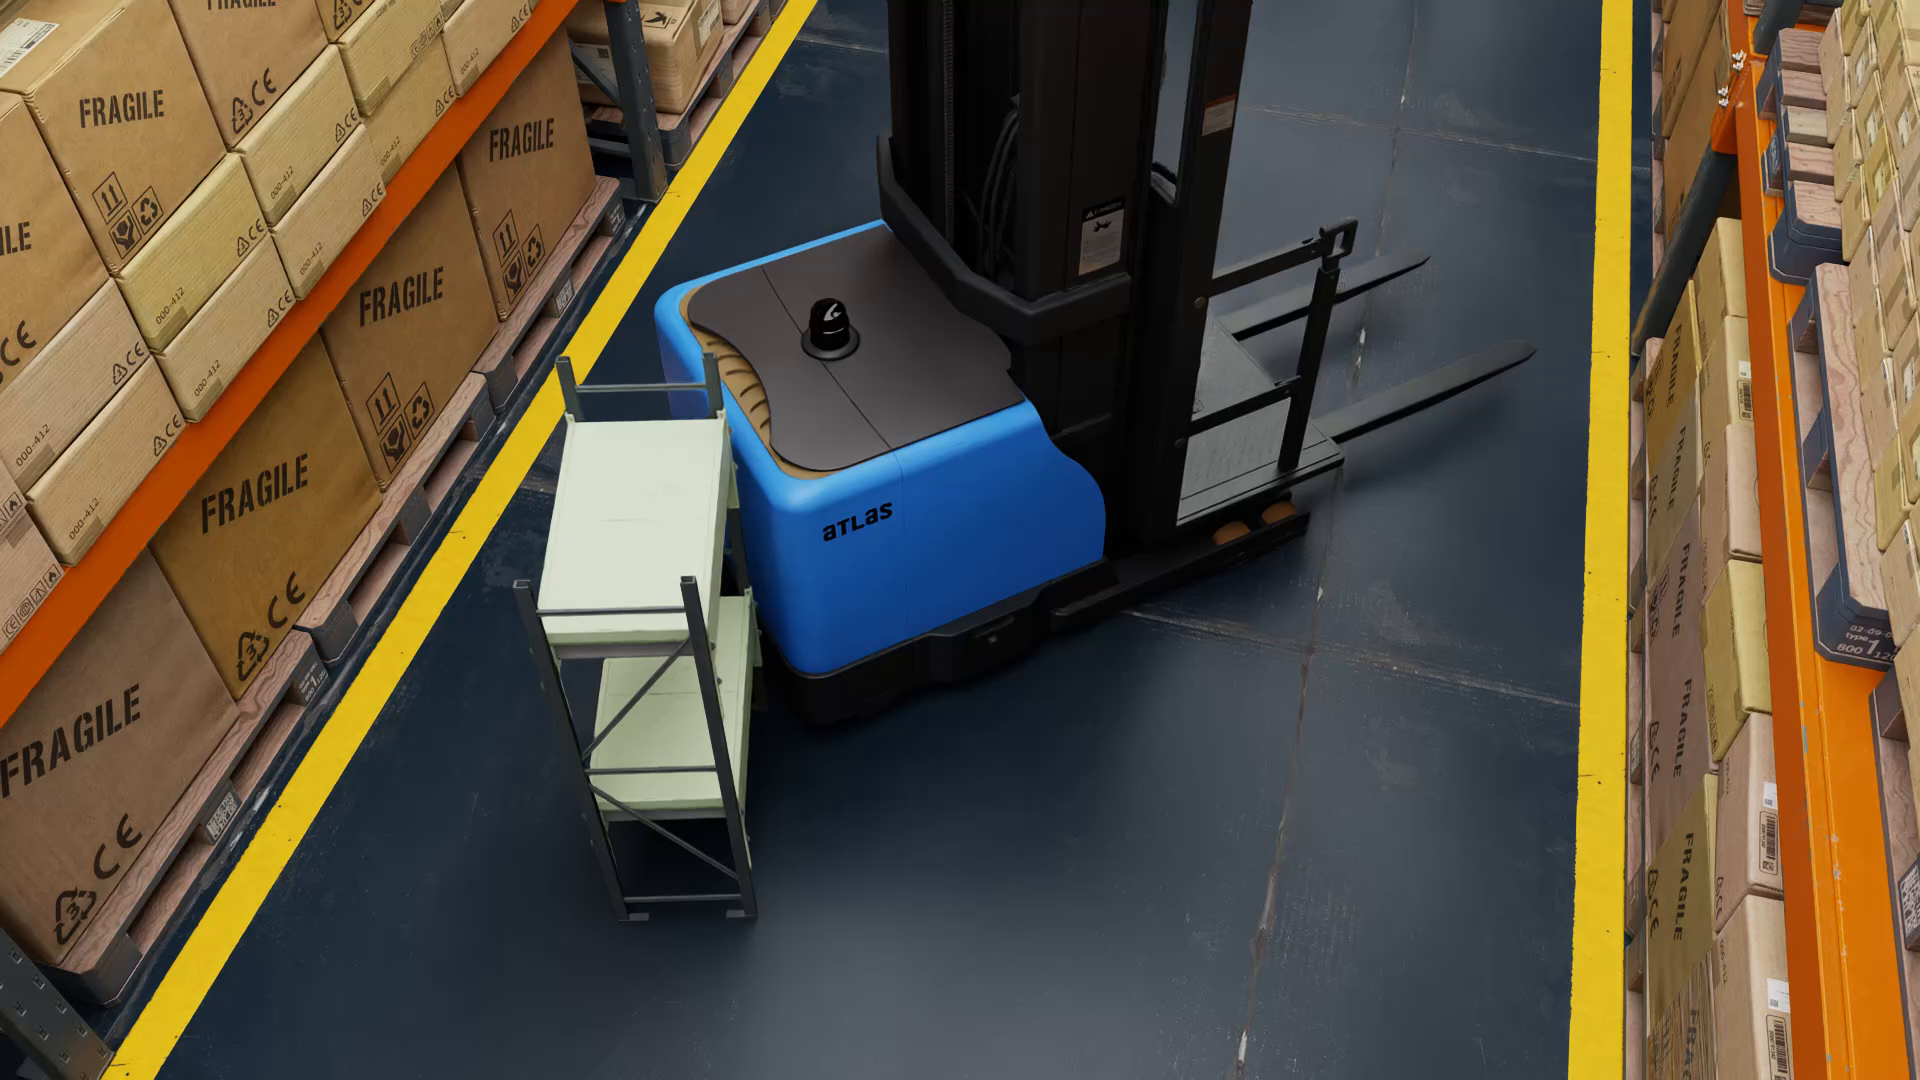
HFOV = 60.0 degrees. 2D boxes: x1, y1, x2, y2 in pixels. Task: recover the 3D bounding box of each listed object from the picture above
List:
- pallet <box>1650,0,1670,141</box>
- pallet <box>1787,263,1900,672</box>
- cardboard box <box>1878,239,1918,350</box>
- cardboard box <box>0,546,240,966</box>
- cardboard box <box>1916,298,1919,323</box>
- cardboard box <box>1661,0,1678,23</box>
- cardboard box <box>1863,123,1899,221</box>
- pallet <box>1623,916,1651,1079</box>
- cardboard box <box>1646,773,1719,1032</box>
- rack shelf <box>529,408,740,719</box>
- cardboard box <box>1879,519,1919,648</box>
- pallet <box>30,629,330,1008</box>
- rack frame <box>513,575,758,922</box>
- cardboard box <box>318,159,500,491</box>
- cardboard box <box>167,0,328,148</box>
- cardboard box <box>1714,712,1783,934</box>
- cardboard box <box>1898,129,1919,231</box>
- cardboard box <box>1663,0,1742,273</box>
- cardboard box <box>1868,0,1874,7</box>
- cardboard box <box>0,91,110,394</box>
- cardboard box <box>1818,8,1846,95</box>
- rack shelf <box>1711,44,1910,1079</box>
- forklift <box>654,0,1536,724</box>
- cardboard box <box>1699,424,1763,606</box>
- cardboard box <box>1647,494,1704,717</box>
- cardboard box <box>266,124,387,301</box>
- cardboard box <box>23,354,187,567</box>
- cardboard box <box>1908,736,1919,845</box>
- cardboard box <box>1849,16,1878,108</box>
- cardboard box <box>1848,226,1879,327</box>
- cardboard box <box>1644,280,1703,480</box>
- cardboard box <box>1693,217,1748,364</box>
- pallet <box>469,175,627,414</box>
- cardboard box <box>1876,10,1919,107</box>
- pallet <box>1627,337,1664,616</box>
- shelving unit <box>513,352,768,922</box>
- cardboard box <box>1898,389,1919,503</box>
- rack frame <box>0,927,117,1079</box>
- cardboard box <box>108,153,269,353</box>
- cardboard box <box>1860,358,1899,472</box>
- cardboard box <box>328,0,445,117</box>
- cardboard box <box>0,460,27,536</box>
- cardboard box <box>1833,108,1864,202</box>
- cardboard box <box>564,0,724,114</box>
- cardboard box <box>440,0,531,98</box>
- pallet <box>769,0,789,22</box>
[{"bbox_3d":[3.669,-2.150,7.507,1.003,0.211,1.213,12,50,10],"label":"pallet"},{"bbox_3d":[2.584,-0.134,3.996,1.003,0.211,1.213,12,50,10],"label":"pallet"},{"bbox_3d":[2.407,-0.550,3.924,0.380,0.149,0.250,11,50,10],"label":"cardboard box"},{"bbox_3d":[-2.703,0.452,4.488,0.875,0.875,0.875,13,50,11],"label":"cardboard box"},{"bbox_3d":[2.343,-0.464,3.649,0.380,0.149,0.250,11,49,10],"label":"cardboard box"},{"bbox_3d":[3.784,-2.762,7.407,1.050,0.750,0.750,12,50,10],"label":"cardboard box"},{"bbox_3d":[2.542,-0.909,4.241,0.380,0.149,0.250,12,50,10],"label":"cardboard box"},{"bbox_3d":[2.216,1.615,4.184,1.003,0.211,1.213,12,50,10],"label":"pallet"},{"bbox_3d":[2.100,0.988,4.265,0.500,0.500,0.500,11,49,9],"label":"cardboard box"},{"bbox_3d":[-0.797,0.055,4.180,0.431,0.370,0.720,-1,49,-1],"label":"rack shelf"},{"bbox_3d":[2.195,0.122,3.529,0.380,0.149,0.250,10,49,8],"label":"cardboard box"},{"bbox_3d":[-2.659,0.701,4.990,1.003,0.211,1.213,12,50,10],"label":"pallet"},{"bbox_3d":[-0.784,0.588,4.231,0.400,1.500,0.023,-1,49,-1],"label":"rack frame"},{"bbox_3d":[-2.237,-0.850,5.637,0.875,0.875,0.875,12,50,10],"label":"cardboard box"},{"bbox_3d":[-2.025,-1.385,4.238,0.500,0.500,0.500,11,49,9],"label":"cardboard box"},{"bbox_3d":[2.113,0.738,3.985,0.500,0.250,0.500,14,50,12],"label":"cardboard box"},{"bbox_3d":[2.480,-0.836,3.977,0.380,0.149,0.250,14,50,12],"label":"cardboard box"},{"bbox_3d":[3.313,-1.455,6.254,1.050,0.750,0.750,11,49,10],"label":"cardboard box"},{"bbox_3d":[2.756,-1.591,4.645,0.380,0.149,0.250,12,50,10],"label":"cardboard box"},{"bbox_3d":[-2.289,-0.647,3.587,0.500,0.500,0.500,11,50,10],"label":"cardboard box"},{"bbox_3d":[2.753,-1.410,4.881,0.380,0.149,0.250,11,49,10],"label":"cardboard box"},{"bbox_3d":[2.539,0.047,4.188,1.077,0.370,4.000,12,50,10],"label":"rack shelf"},{"bbox_3d":[0.613,-1.203,4.857,3.031,2.935,1.130,-22,52,-18],"label":"forklift"},{"bbox_3d":[2.374,-0.025,4.658,0.500,0.250,0.500,12,50,10],"label":"cardboard box"},{"bbox_3d":[2.374,0.248,4.917,0.500,0.500,0.500,10,49,9],"label":"cardboard box"},{"bbox_3d":[-1.993,-0.967,4.703,0.500,0.250,0.500,11,49,9],"label":"cardboard box"},{"bbox_3d":[-2.284,-0.239,4.061,0.500,0.250,0.500,10,49,9],"label":"cardboard box"},{"bbox_3d":[2.061,0.505,3.191,0.380,0.149,0.250,11,50,10],"label":"cardboard box"},{"bbox_3d":[2.675,-1.286,4.573,0.380,0.149,0.250,14,50,12],"label":"cardboard box"},{"bbox_3d":[2.474,-0.632,4.195,0.380,0.149,0.250,13,50,11],"label":"cardboard box"},{"bbox_3d":[2.633,-0.488,5.567,0.500,0.500,0.500,10,49,8],"label":"cardboard box"},{"bbox_3d":[2.650,-0.747,5.295,0.500,0.250,0.500,10,49,8],"label":"cardboard box"},{"bbox_3d":[-2.017,-1.063,6.548,1.003,0.211,1.213,12,50,10],"label":"pallet"},{"bbox_3d":[2.620,-1.223,4.319,0.380,0.149,0.250,11,50,10],"label":"cardboard box"},{"bbox_3d":[2.858,-0.150,5.742,1.003,0.211,1.213,12,50,10],"label":"pallet"},{"bbox_3d":[-0.797,0.314,4.473,0.431,1.500,0.755,-1,49,-1],"label":"shelving unit"},{"bbox_3d":[2.270,-0.180,3.597,0.380,0.149,0.250,12,50,10],"label":"cardboard box"},{"bbox_3d":[-2.789,0.352,3.439,1.000,3.000,0.127,12,50,10],"label":"rack frame"},{"bbox_3d":[-2.133,-0.769,4.195,0.500,0.250,0.500,12,50,11],"label":"cardboard box"},{"bbox_3d":[2.336,-0.263,3.869,0.380,0.149,0.250,10,49,9],"label":"cardboard box"},{"bbox_3d":[-1.865,-1.511,4.850,0.500,0.250,0.500,10,49,9],"label":"cardboard box"},{"bbox_3d":[-2.402,-0.027,3.540,0.500,0.250,0.500,10,49,9],"label":"cardboard box"},{"bbox_3d":[2.612,-1.021,4.538,0.380,0.149,0.250,14,50,12],"label":"cardboard box"},{"bbox_3d":[-1.578,-2.218,7.179,0.950,0.372,0.625,9,49,7],"label":"cardboard box"},{"bbox_3d":[-1.739,-1.702,5.352,0.500,0.250,0.500,12,50,11],"label":"cardboard box"},{"bbox_3d":[-1.206,-3.063,8.313,1.003,0.211,1.213,12,50,10],"label":"pallet"}]
